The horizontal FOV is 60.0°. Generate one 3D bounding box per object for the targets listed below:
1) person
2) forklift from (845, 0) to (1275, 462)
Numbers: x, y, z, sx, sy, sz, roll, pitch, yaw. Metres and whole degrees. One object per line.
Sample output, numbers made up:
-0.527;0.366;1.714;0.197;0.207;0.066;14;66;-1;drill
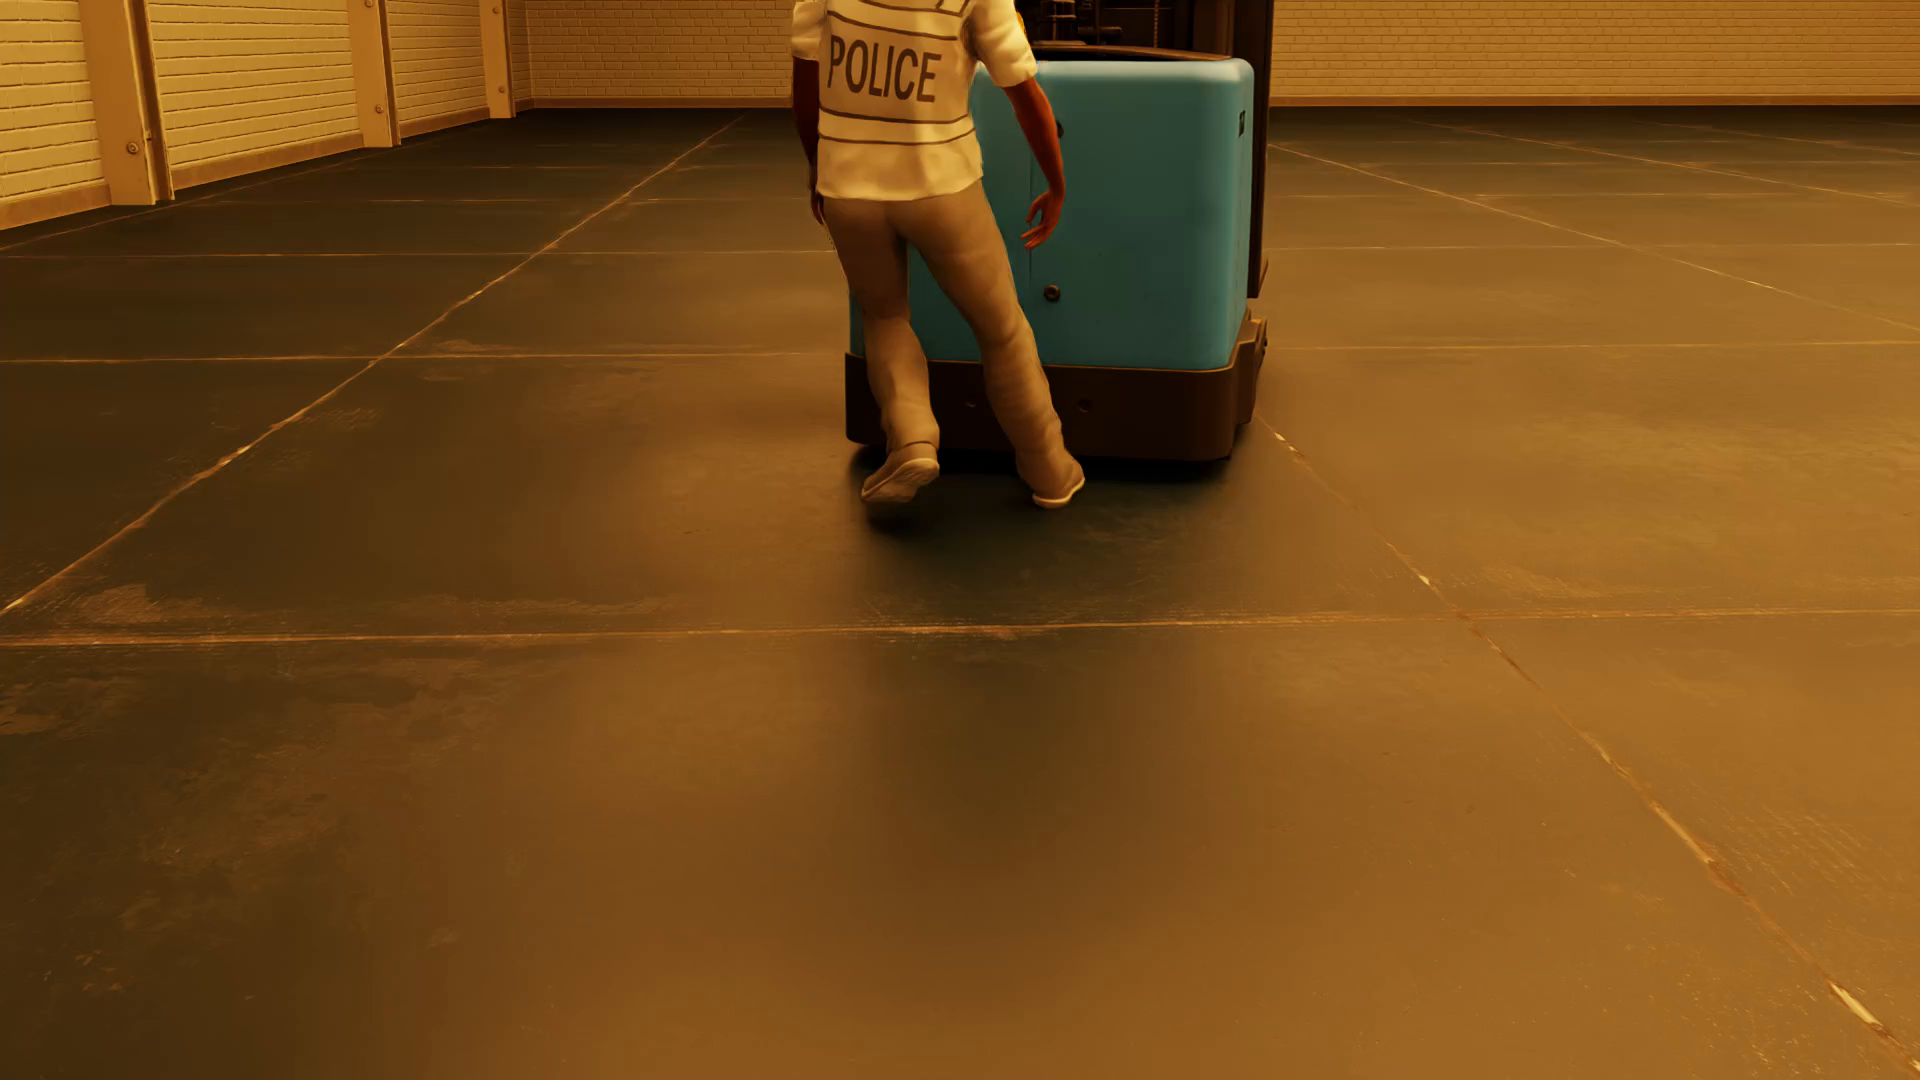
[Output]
-0.044;-0.854;3.958;0.630;1.604;0.669;5;18;15;person
0.499;-1.996;5.433;1.130;2.935;3.031;4;17;12;forklift
